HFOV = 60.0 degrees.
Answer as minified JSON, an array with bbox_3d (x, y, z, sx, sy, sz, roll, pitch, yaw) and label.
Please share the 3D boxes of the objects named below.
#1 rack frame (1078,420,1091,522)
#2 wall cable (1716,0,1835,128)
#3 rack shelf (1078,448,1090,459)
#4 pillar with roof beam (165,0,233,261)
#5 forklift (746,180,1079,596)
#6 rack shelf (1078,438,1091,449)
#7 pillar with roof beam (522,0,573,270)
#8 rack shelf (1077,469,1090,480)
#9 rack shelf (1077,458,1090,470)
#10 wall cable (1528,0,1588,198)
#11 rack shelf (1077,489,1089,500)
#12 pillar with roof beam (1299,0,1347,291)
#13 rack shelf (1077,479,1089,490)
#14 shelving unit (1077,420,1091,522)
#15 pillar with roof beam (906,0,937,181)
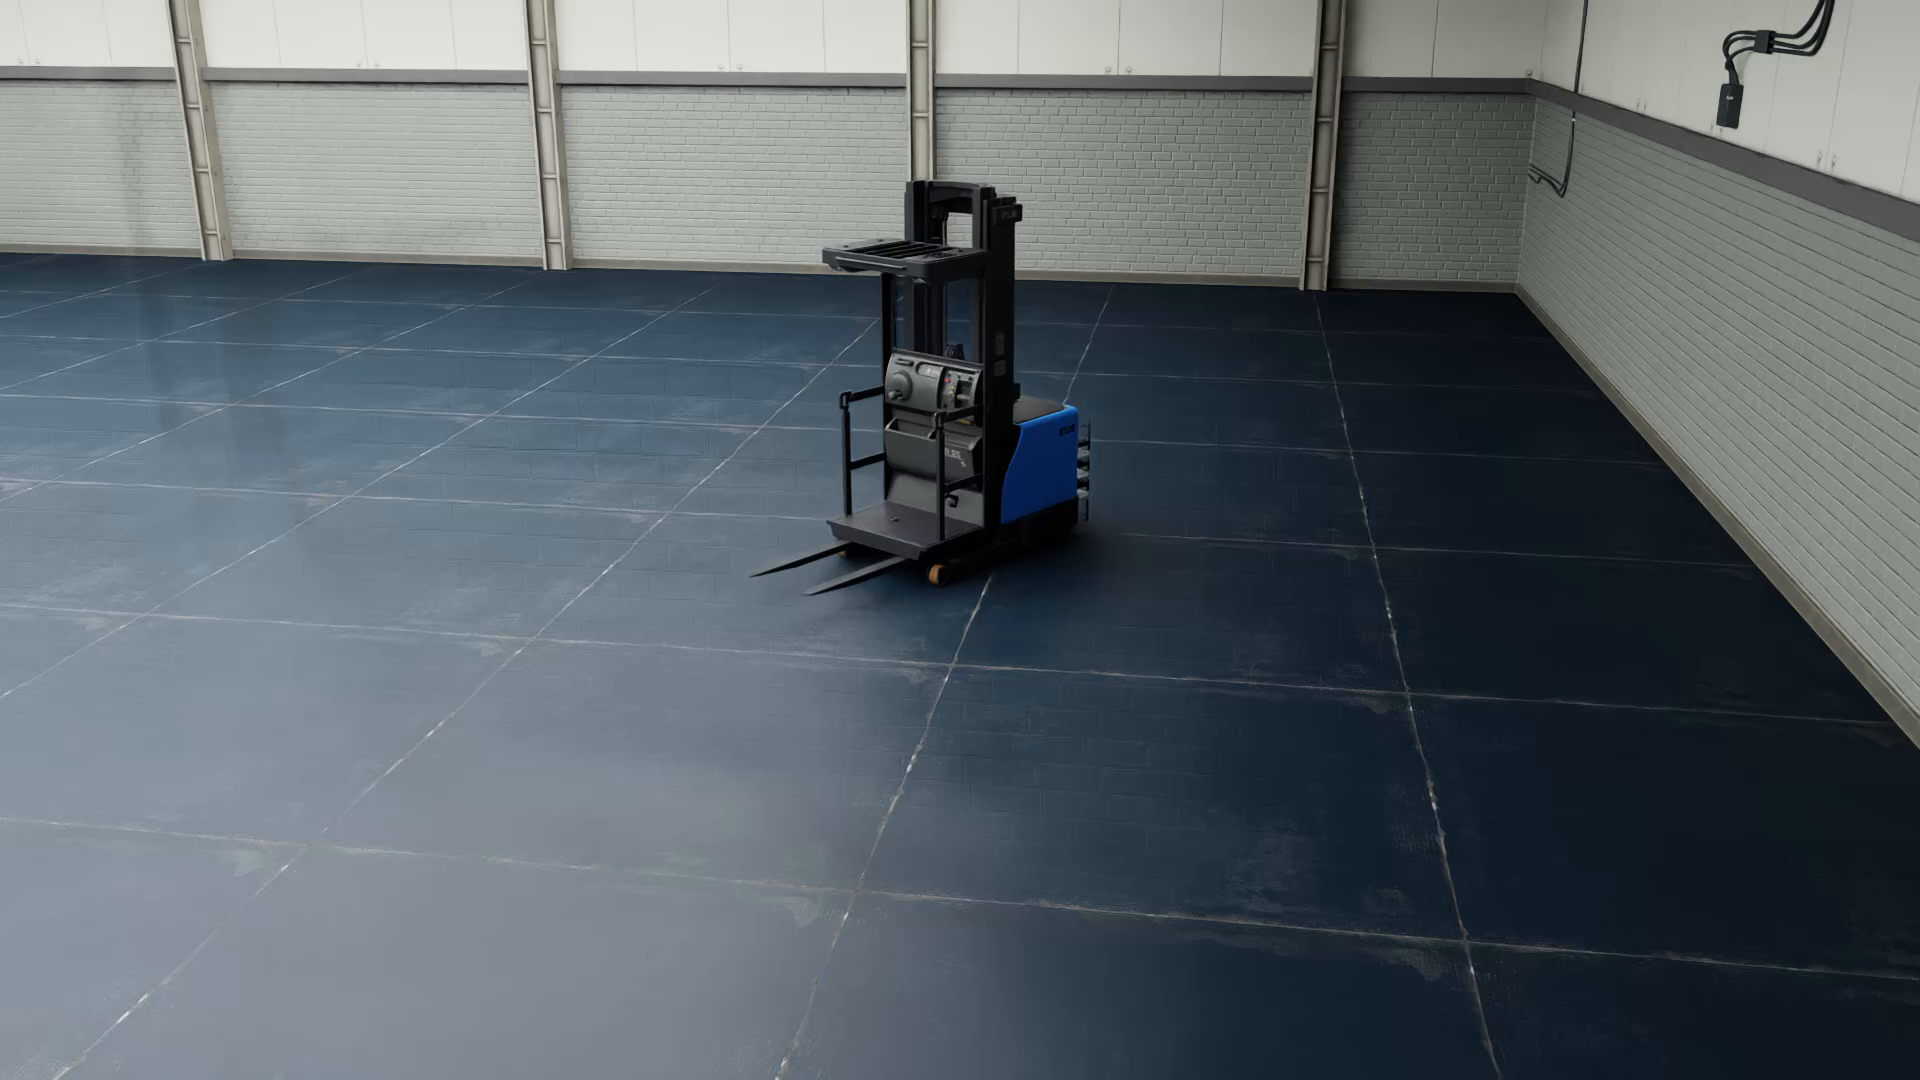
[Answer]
[{"bbox_3d":[1.015,-0.609,14.204,0.006,0.900,0.240,-17,25,-41],"label":"rack frame"},{"bbox_3d":[6.518,-6.146,12.631,0.169,6.003,2.305,3,19,9],"label":"wall cable"},{"bbox_3d":[0.942,-0.725,14.091,0.200,0.077,0.258,-17,25,-41],"label":"rack shelf"},{"bbox_3d":[-13.114,-7.627,22.415,0.400,9.000,9.100,3,19,9],"label":"pillar with roof beam"},{"bbox_3d":[-0.350,-1.217,12.821,1.130,2.935,3.031,15,24,38],"label":"forklift"},{"bbox_3d":[0.942,-0.811,14.062,0.200,0.077,0.258,-17,25,-41],"label":"rack shelf"},{"bbox_3d":[-7.190,-7.325,21.513,0.400,9.000,9.100,3,19,9],"label":"pillar with roof beam"},{"bbox_3d":[0.942,-0.555,14.148,0.200,0.077,0.258,-17,25,-41],"label":"rack shelf"},{"bbox_3d":[0.942,-0.640,14.119,0.200,0.077,0.258,-17,25,-41],"label":"rack shelf"},{"bbox_3d":[8.039,-6.034,22.550,0.112,2.526,3.097,3,19,9],"label":"wall cable"},{"bbox_3d":[0.942,-0.384,14.205,0.200,0.077,0.258,-17,25,-41],"label":"rack shelf"},{"bbox_3d":[4.658,-6.721,19.708,0.400,9.000,9.100,3,19,9],"label":"pillar with roof beam"},{"bbox_3d":[0.942,-0.469,14.177,0.200,0.077,0.258,-17,25,-41],"label":"rack shelf"},{"bbox_3d":[0.942,-0.586,14.137,0.210,0.900,0.258,-17,25,-41],"label":"shelving unit"},{"bbox_3d":[-1.266,-7.023,20.610,0.400,9.000,9.100,3,19,9],"label":"pillar with roof beam"}]
